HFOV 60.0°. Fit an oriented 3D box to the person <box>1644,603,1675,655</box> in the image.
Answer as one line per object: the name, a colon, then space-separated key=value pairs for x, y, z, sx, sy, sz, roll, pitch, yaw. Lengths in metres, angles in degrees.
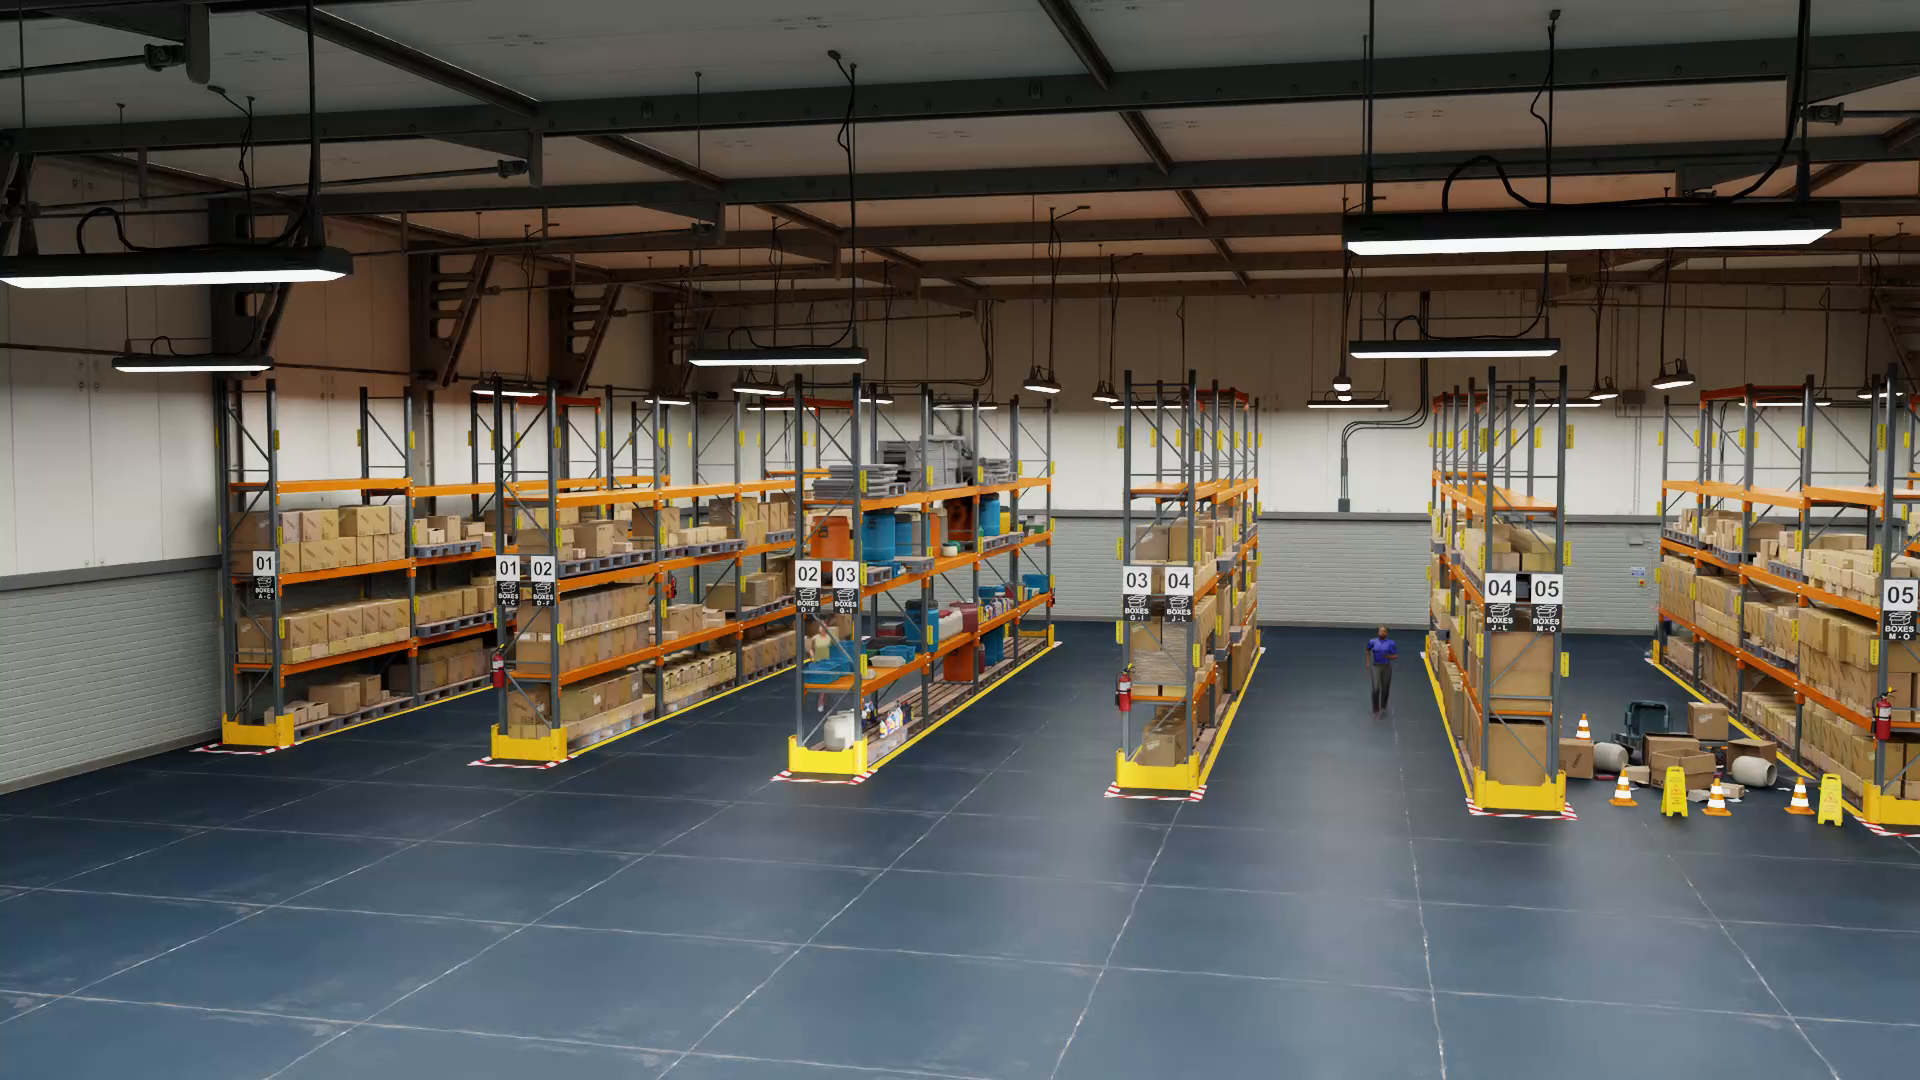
person: x=16.299 y=1.876 z=38.415 sx=0.873 sy=1.599 sz=0.529 roll=1 pitch=3 yaw=9

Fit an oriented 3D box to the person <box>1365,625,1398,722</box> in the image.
person: x=7.569 y=2.378 z=29.868 sx=0.549 sy=1.712 sz=0.794 roll=1 pitch=3 yaw=10

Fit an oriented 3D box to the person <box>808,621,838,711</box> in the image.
person: x=-2.539 y=2.338 z=31.071 sx=0.588 sy=1.668 sz=0.796 roll=0 pitch=3 yaw=5

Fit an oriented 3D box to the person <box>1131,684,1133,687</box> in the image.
person: x=3.521 y=2.158 z=33.527 sx=0.554 sy=1.668 sz=0.632 roll=1 pitch=4 yaw=14
